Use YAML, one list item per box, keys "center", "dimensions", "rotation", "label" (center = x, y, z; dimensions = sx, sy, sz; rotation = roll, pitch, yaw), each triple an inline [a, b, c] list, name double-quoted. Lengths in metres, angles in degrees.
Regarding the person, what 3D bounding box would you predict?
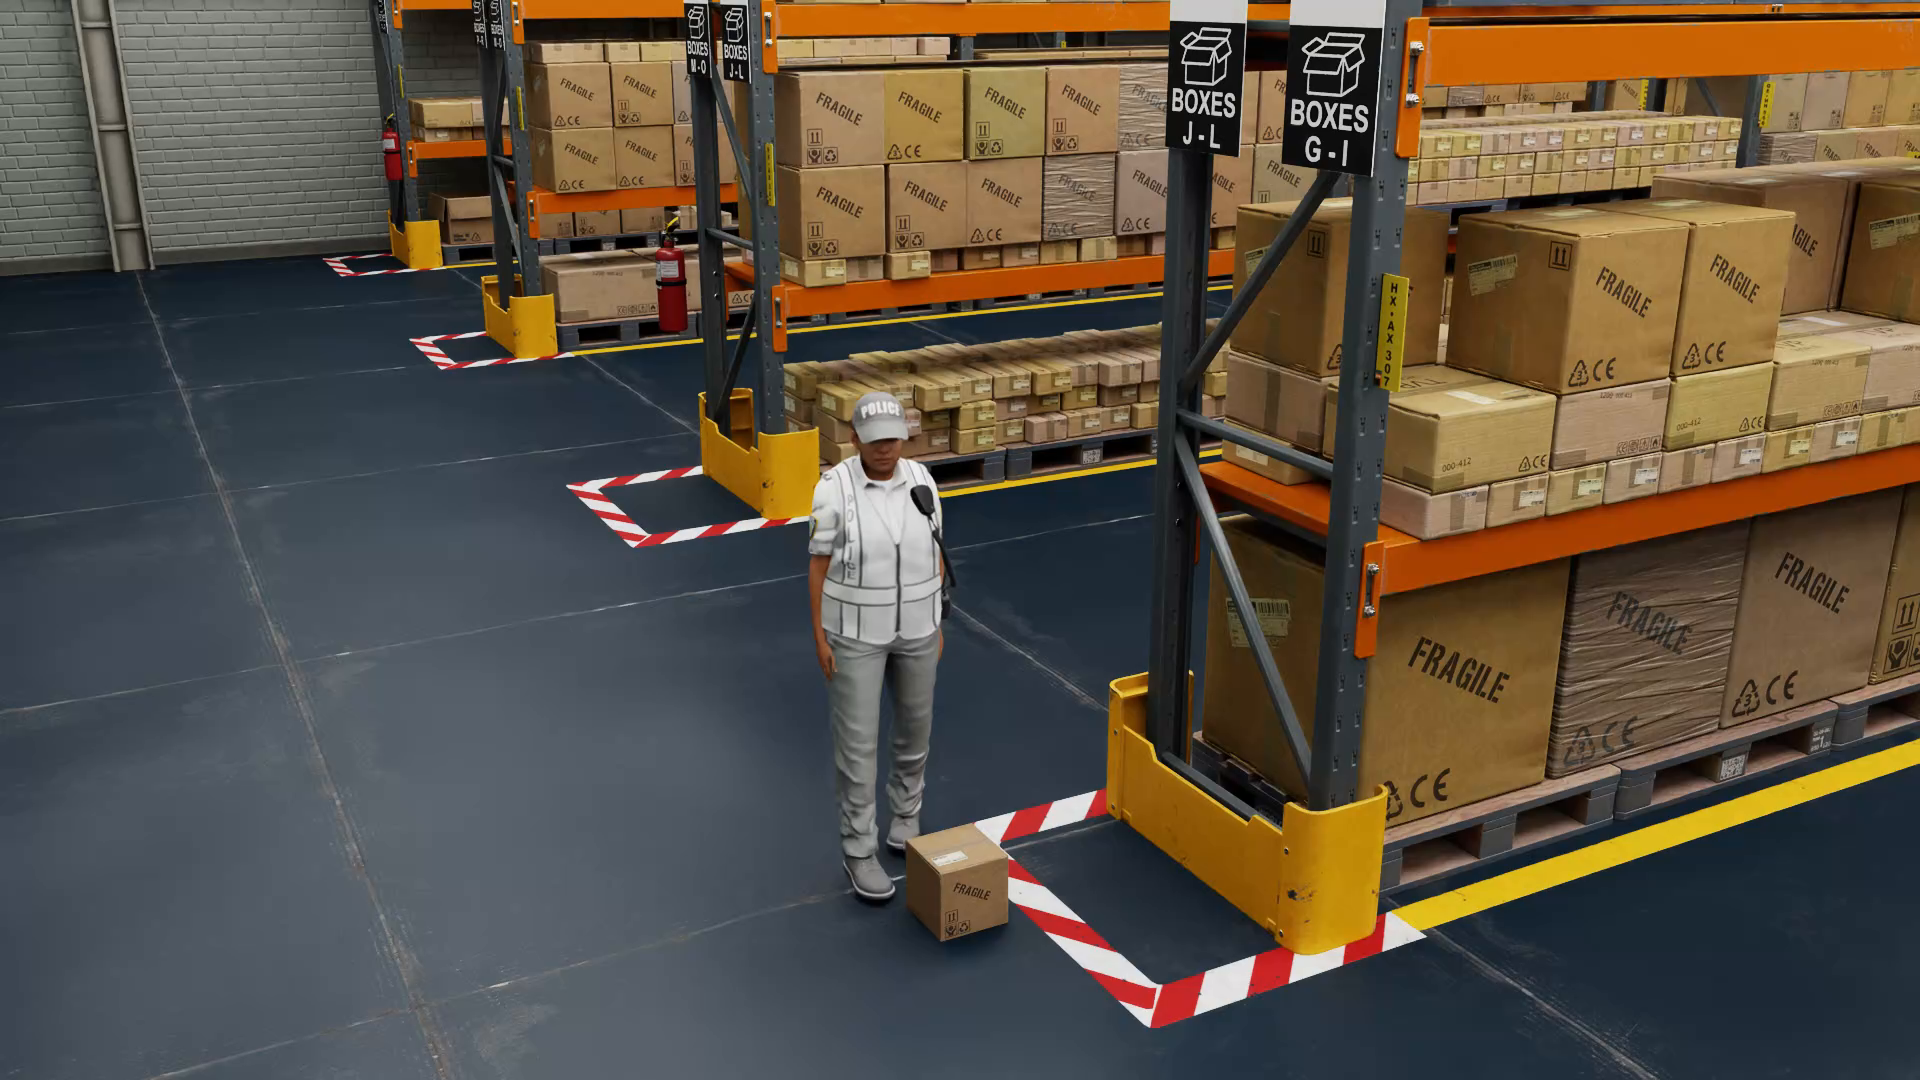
- center: [-0.244, 0.329, 5.569]
  dimensions: [0.483, 1.665, 0.567]
  rotation: [-7, 20, -21]
  label: "person"
